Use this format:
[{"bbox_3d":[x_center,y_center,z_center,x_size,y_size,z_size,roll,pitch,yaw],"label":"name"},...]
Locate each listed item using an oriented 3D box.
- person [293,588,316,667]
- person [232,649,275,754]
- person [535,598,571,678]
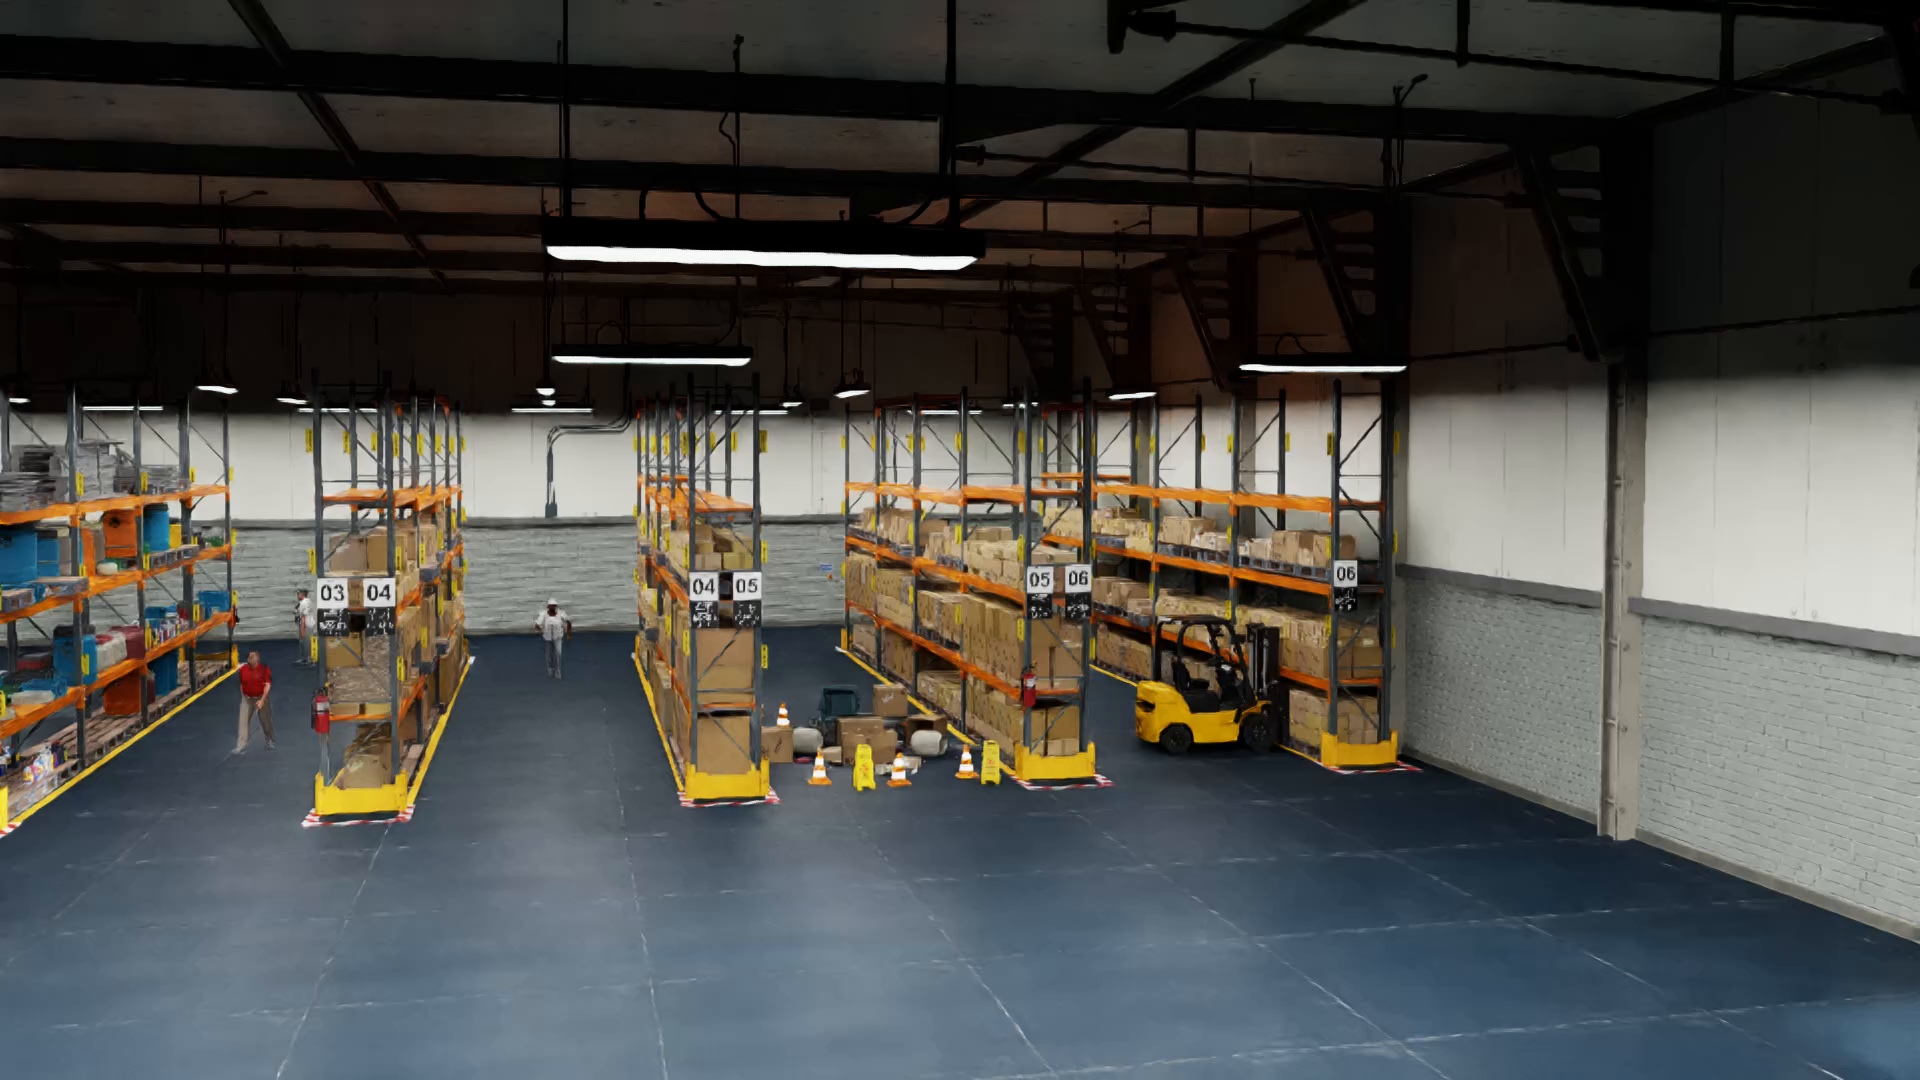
[{"bbox_3d":[-14.767,1.950,37.403,0.531,1.758,0.737,-1,3,-15],"label":"person"},{"bbox_3d":[-11.425,2.600,26.963,0.533,1.658,1.040,0,3,-5],"label":"person"},{"bbox_3d":[-8.748,2.086,35.758,0.734,1.697,0.856,0,3,-8],"label":"person"}]
